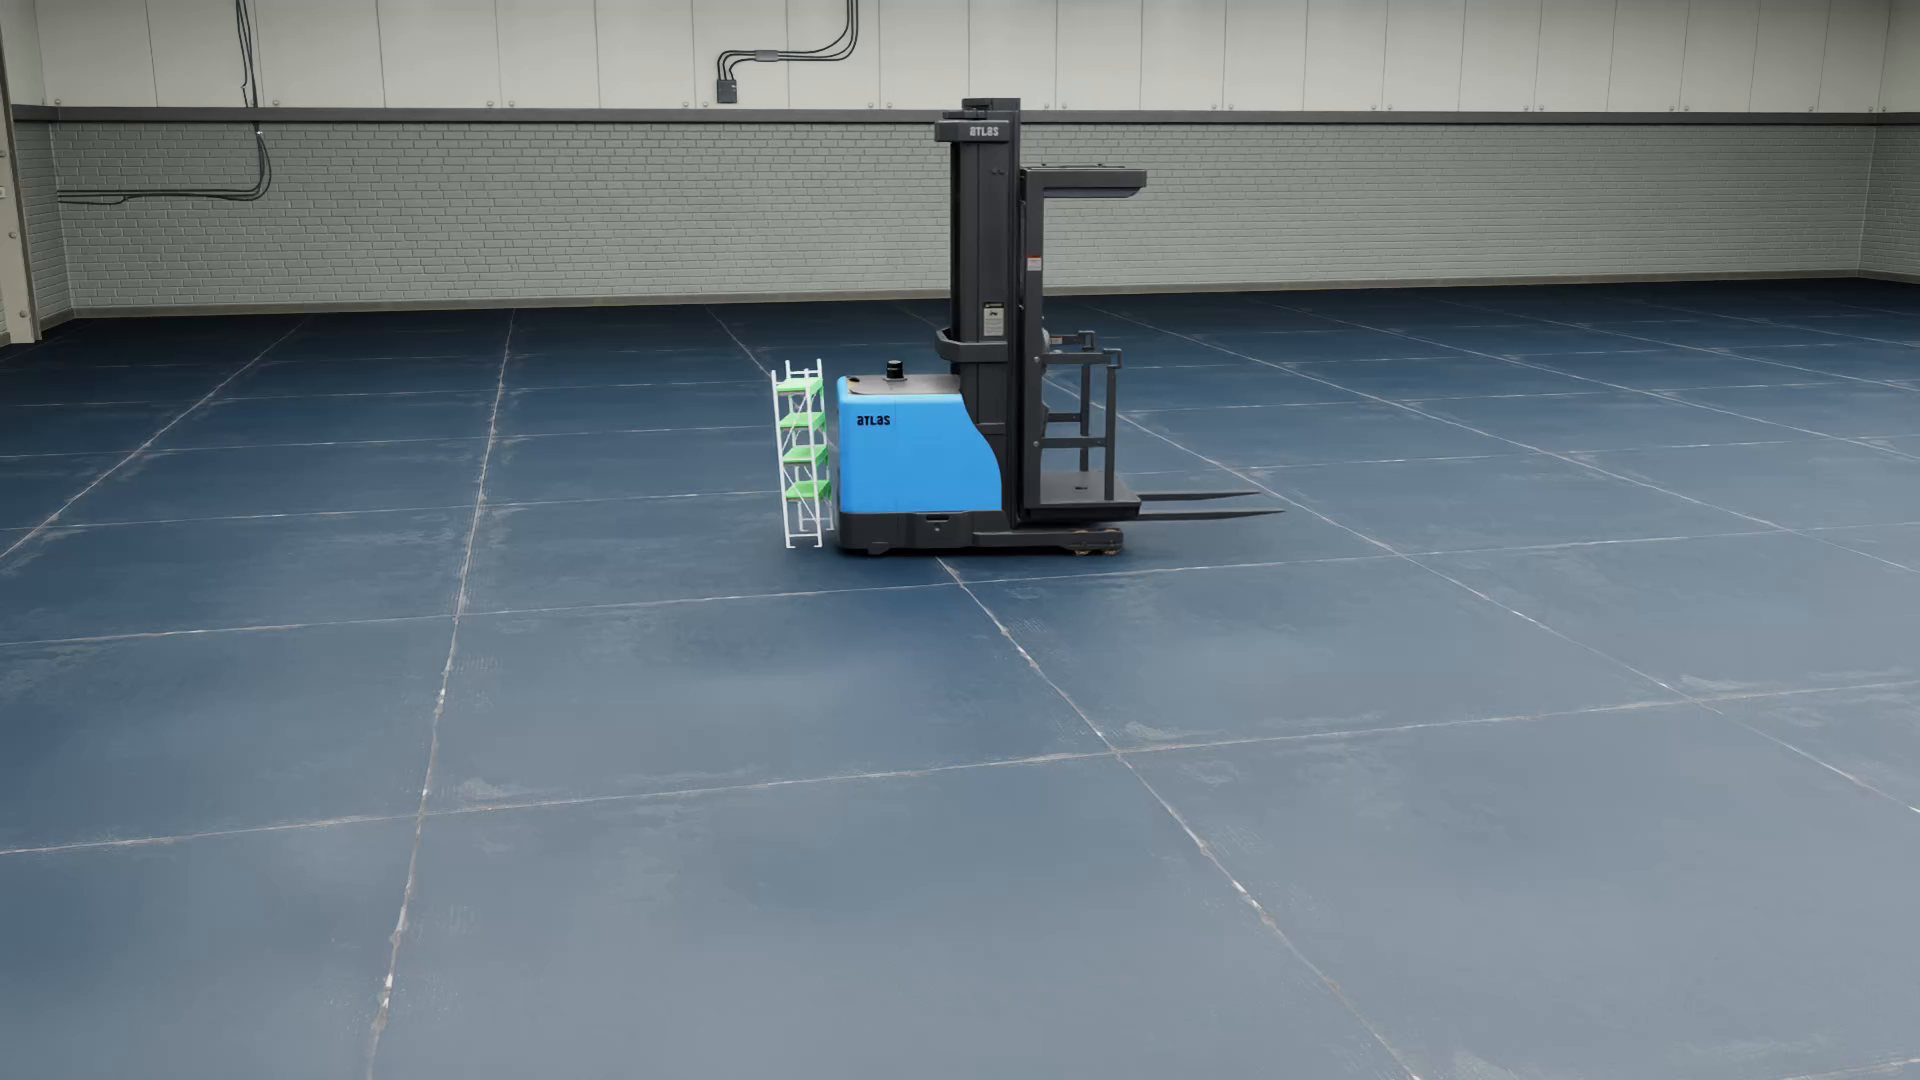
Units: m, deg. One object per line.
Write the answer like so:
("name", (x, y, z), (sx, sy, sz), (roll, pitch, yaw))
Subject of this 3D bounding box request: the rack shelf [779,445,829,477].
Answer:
("rack shelf", (-1.057, -0.529, 11.303), (0.258, 0.148, 0.480), (-2, 13, 6))

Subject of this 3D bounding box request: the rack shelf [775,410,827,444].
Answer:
("rack shelf", (-1.071, -0.762, 11.247), (0.258, 0.148, 0.480), (-2, 13, 6))

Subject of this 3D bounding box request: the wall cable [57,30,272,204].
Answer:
("wall cable", (-11.982, -6.290, 24.753), (3.097, 2.526, 0.112), (-3, 14, -13))

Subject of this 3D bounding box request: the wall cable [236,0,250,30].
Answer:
("wall cable", (-9.352, -8.894, 24.771), (3.097, 2.526, 0.112), (-3, 14, -13))

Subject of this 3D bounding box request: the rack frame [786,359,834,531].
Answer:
("rack frame", (-1.039, -0.649, 11.524), (0.240, 1.200, 0.015), (-2, 13, 6))

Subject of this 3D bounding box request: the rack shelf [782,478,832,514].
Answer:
("rack shelf", (-1.043, -0.296, 11.358), (0.258, 0.148, 0.480), (-2, 13, 6))

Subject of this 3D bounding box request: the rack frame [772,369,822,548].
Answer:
("rack frame", (-1.082, -0.534, 11.052), (0.240, 1.200, 0.015), (-2, 13, 6))

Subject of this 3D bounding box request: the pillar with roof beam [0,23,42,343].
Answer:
("pillar with roof beam", (-8.391, -7.285, 22.283), (9.100, 9.000, 0.400), (-3, 14, -13))

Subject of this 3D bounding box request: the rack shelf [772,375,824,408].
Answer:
("rack shelf", (-1.085, -0.995, 11.192), (0.258, 0.148, 0.480), (-2, 13, 6))

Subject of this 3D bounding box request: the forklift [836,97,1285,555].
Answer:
("forklift", (0.674, -1.450, 11.185), (3.031, 2.935, 1.130), (-1, 14, -5))

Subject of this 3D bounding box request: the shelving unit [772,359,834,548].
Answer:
("shelving unit", (-1.061, -0.591, 11.288), (0.258, 1.200, 0.503), (-2, 13, 6))

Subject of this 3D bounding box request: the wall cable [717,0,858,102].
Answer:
("wall cable", (-2.750, -9.976, 26.132), (2.305, 6.003, 0.169), (-3, 14, -13))
